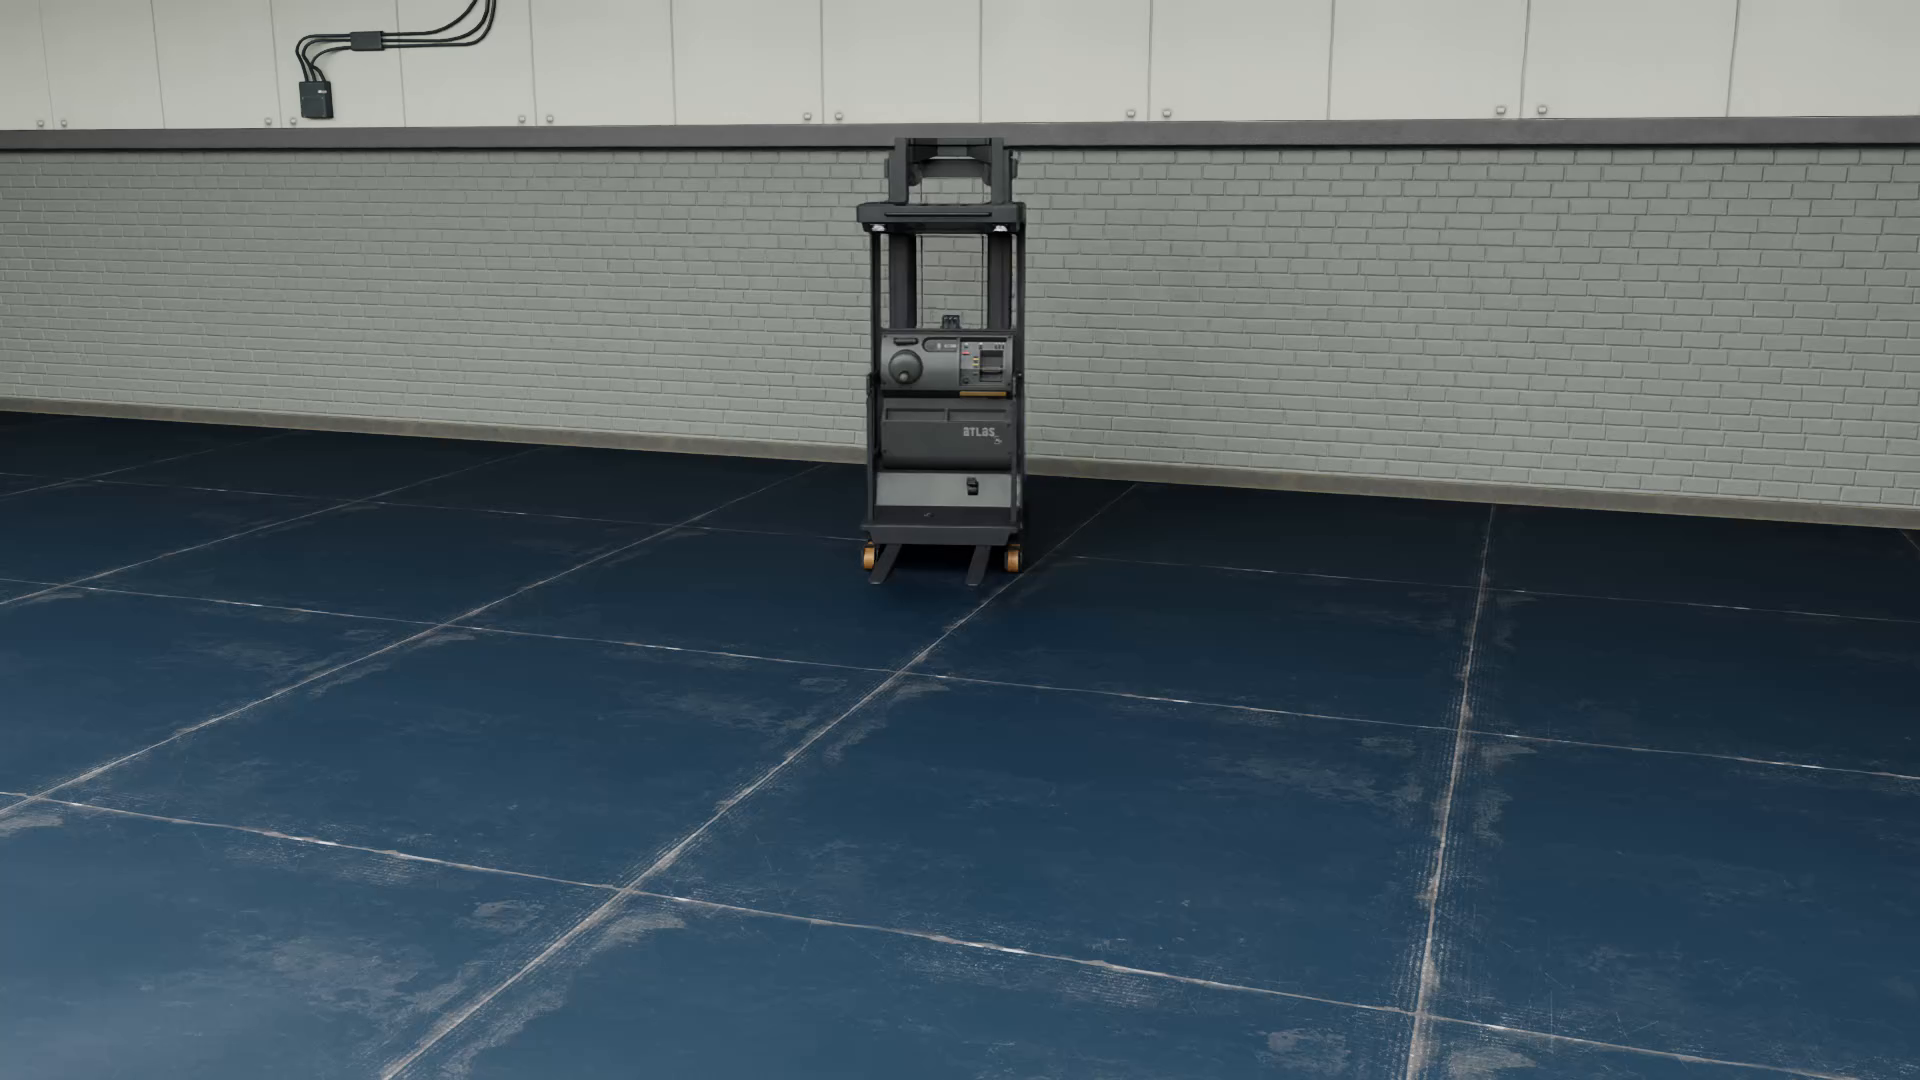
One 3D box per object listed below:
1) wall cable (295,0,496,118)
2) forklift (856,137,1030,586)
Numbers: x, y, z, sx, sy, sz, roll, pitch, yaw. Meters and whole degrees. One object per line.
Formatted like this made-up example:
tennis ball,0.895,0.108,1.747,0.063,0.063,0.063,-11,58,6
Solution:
wall cable,-5.518,-7.098,15.719,2.305,6.003,0.169,4,14,18
forklift,-0.104,-1.275,11.488,1.130,2.935,3.031,1,13,4
